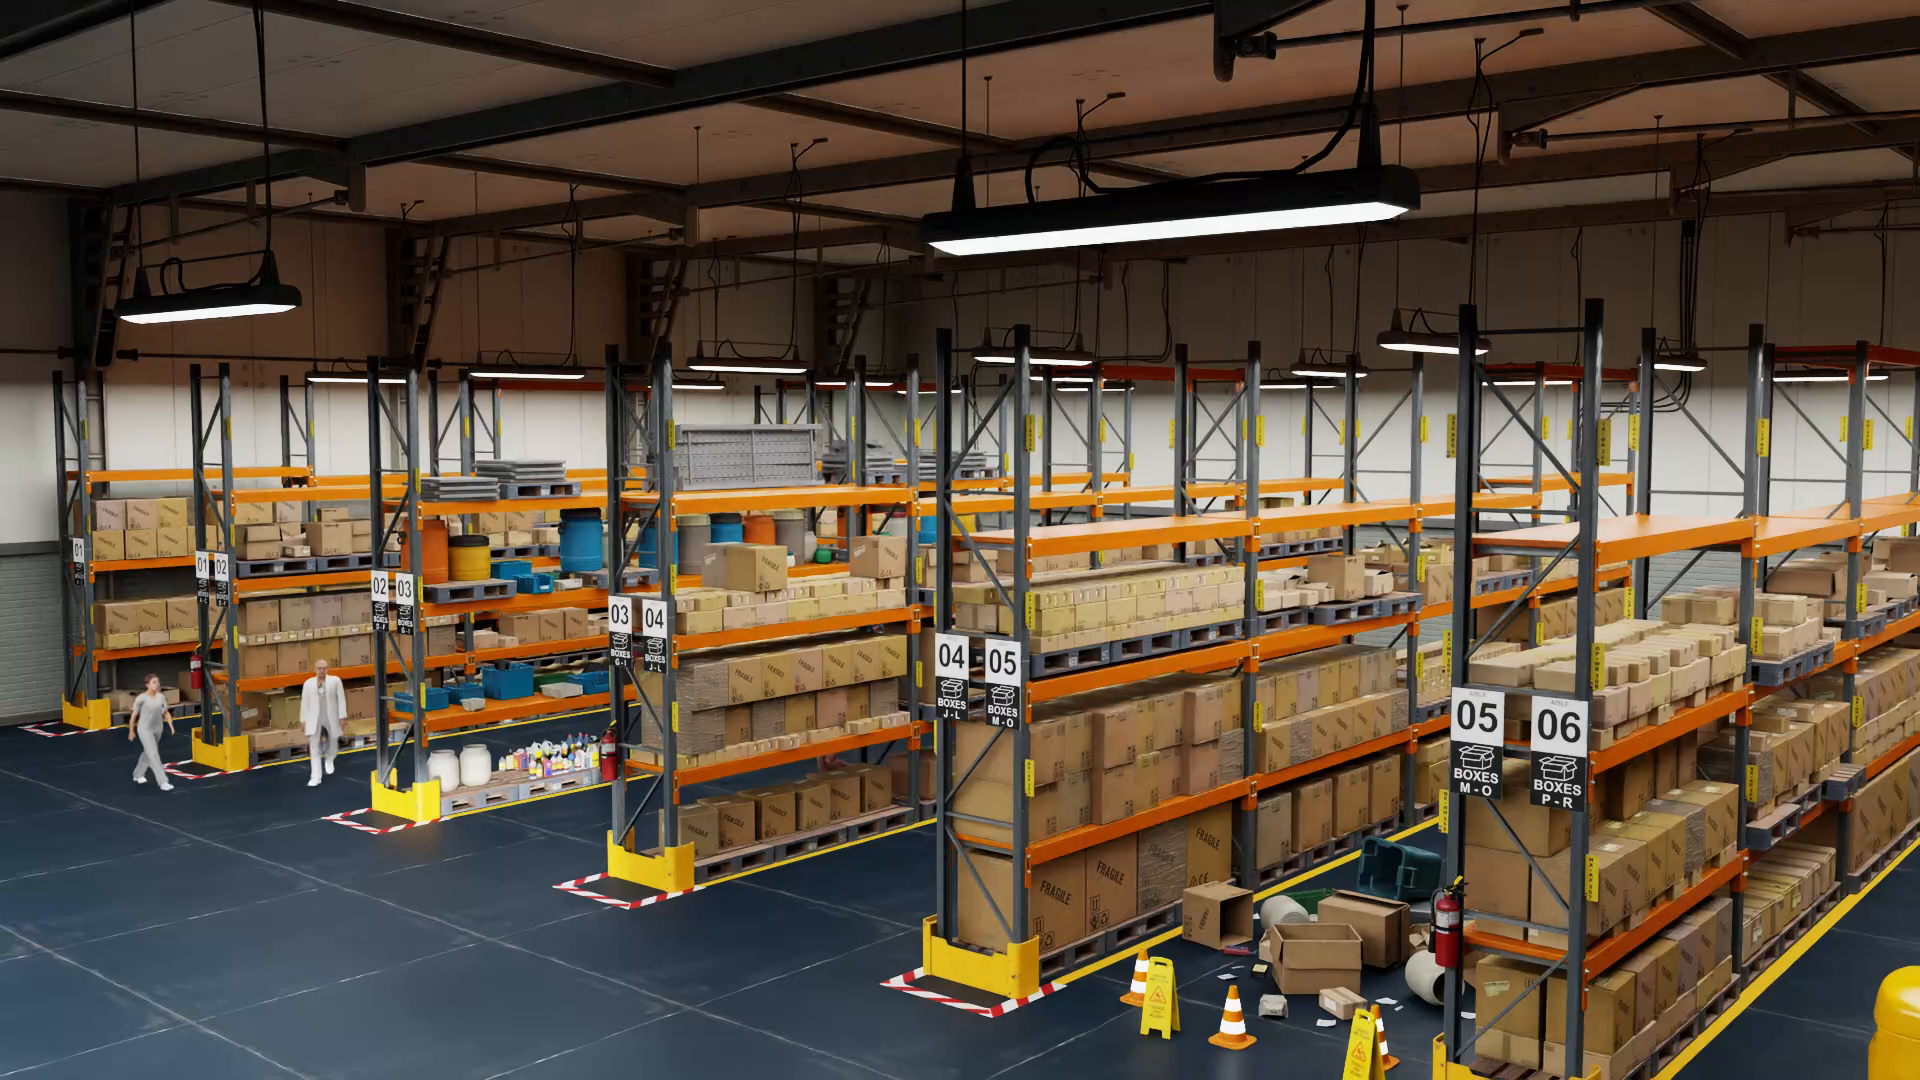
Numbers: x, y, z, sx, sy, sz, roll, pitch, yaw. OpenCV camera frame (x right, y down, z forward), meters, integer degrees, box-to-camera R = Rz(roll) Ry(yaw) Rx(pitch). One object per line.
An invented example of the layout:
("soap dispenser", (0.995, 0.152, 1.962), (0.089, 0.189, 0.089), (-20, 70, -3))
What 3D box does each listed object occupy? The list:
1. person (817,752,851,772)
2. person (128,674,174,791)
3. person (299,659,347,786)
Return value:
("person", (-1.709, 2.694, 22.992), (0.615, 1.642, 0.507), (-2, 5, -31))
("person", (-11.288, 2.663, 23.220), (1.089, 1.593, 0.501), (3, 5, 36))
("person", (-9.093, 2.567, 23.744), (0.637, 1.749, 0.965), (-1, 4, -18))
